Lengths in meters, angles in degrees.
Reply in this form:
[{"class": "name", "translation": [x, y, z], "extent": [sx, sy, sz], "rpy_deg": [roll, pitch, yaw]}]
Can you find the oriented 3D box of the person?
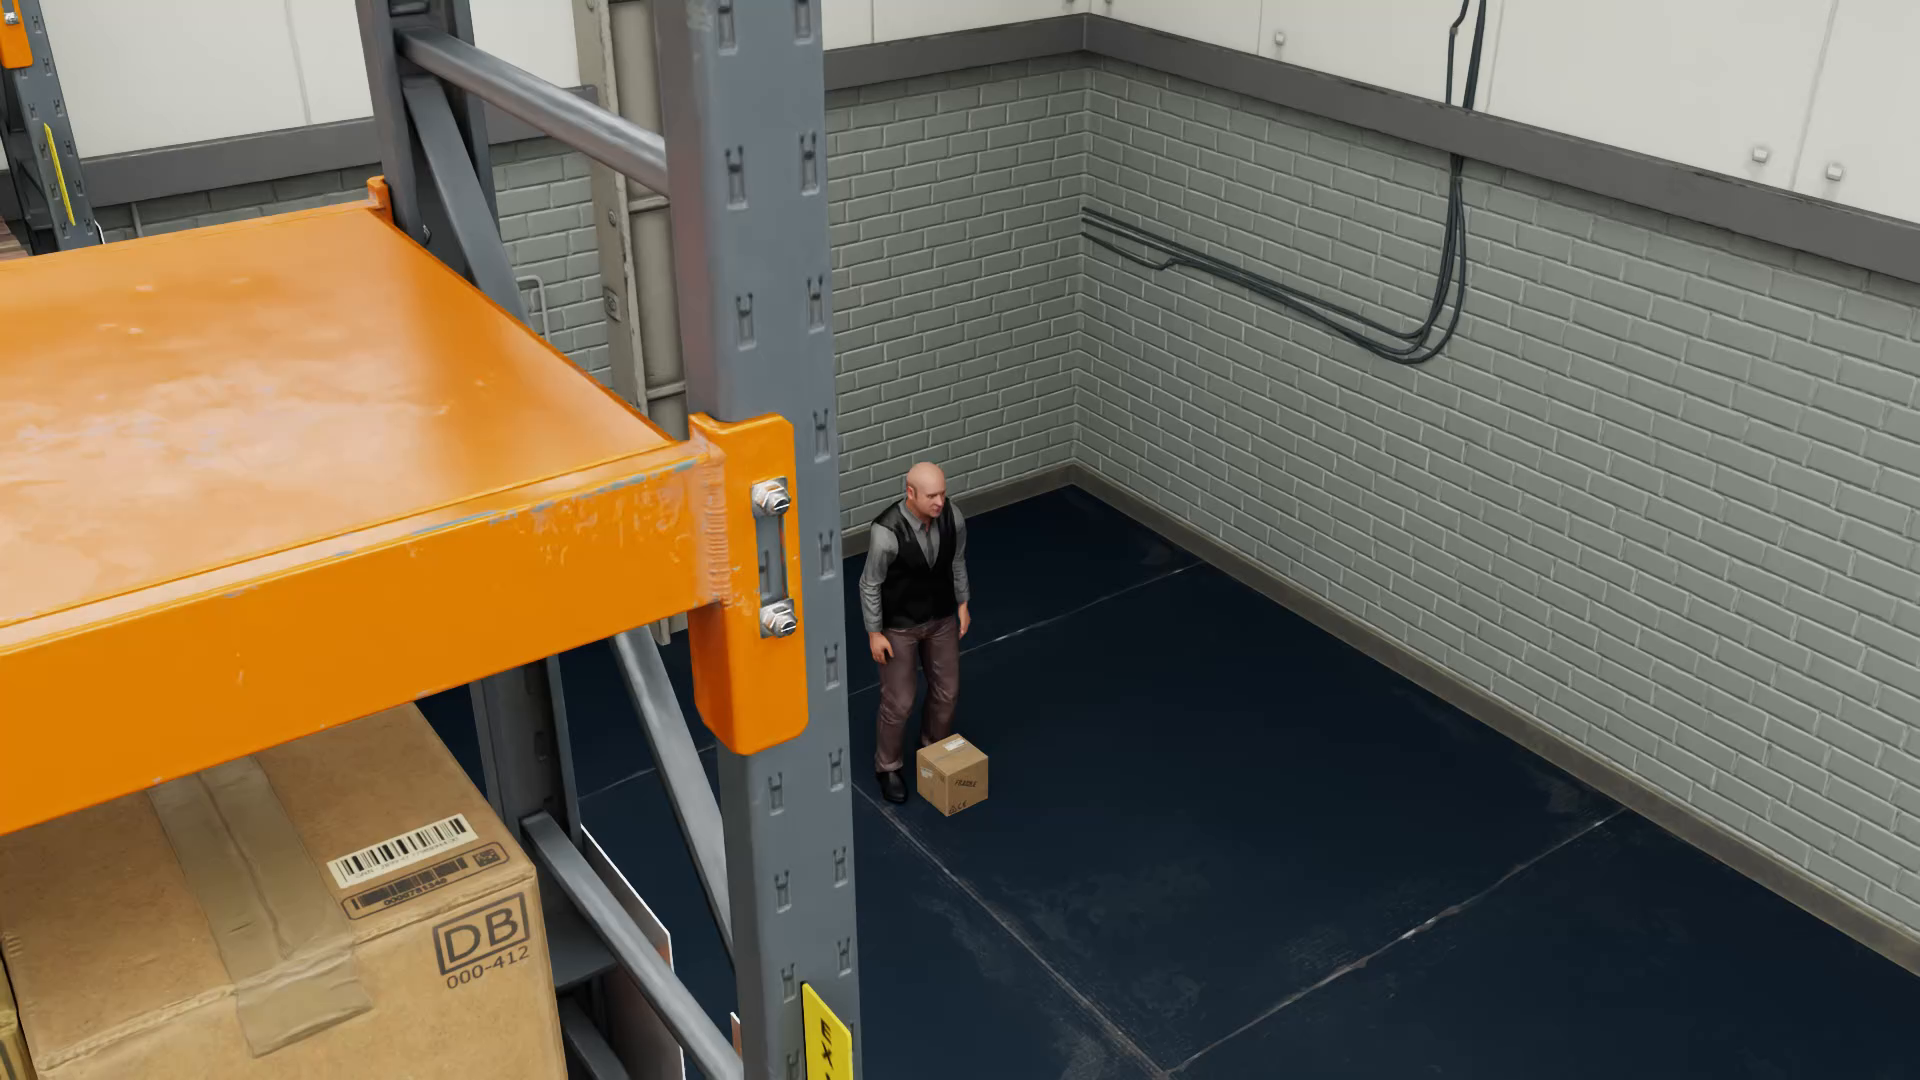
[{"class": "person", "translation": [-0.199, 0.397, 7.914], "extent": [0.580, 1.720, 0.465], "rpy_deg": [-19, 33, -30]}]
